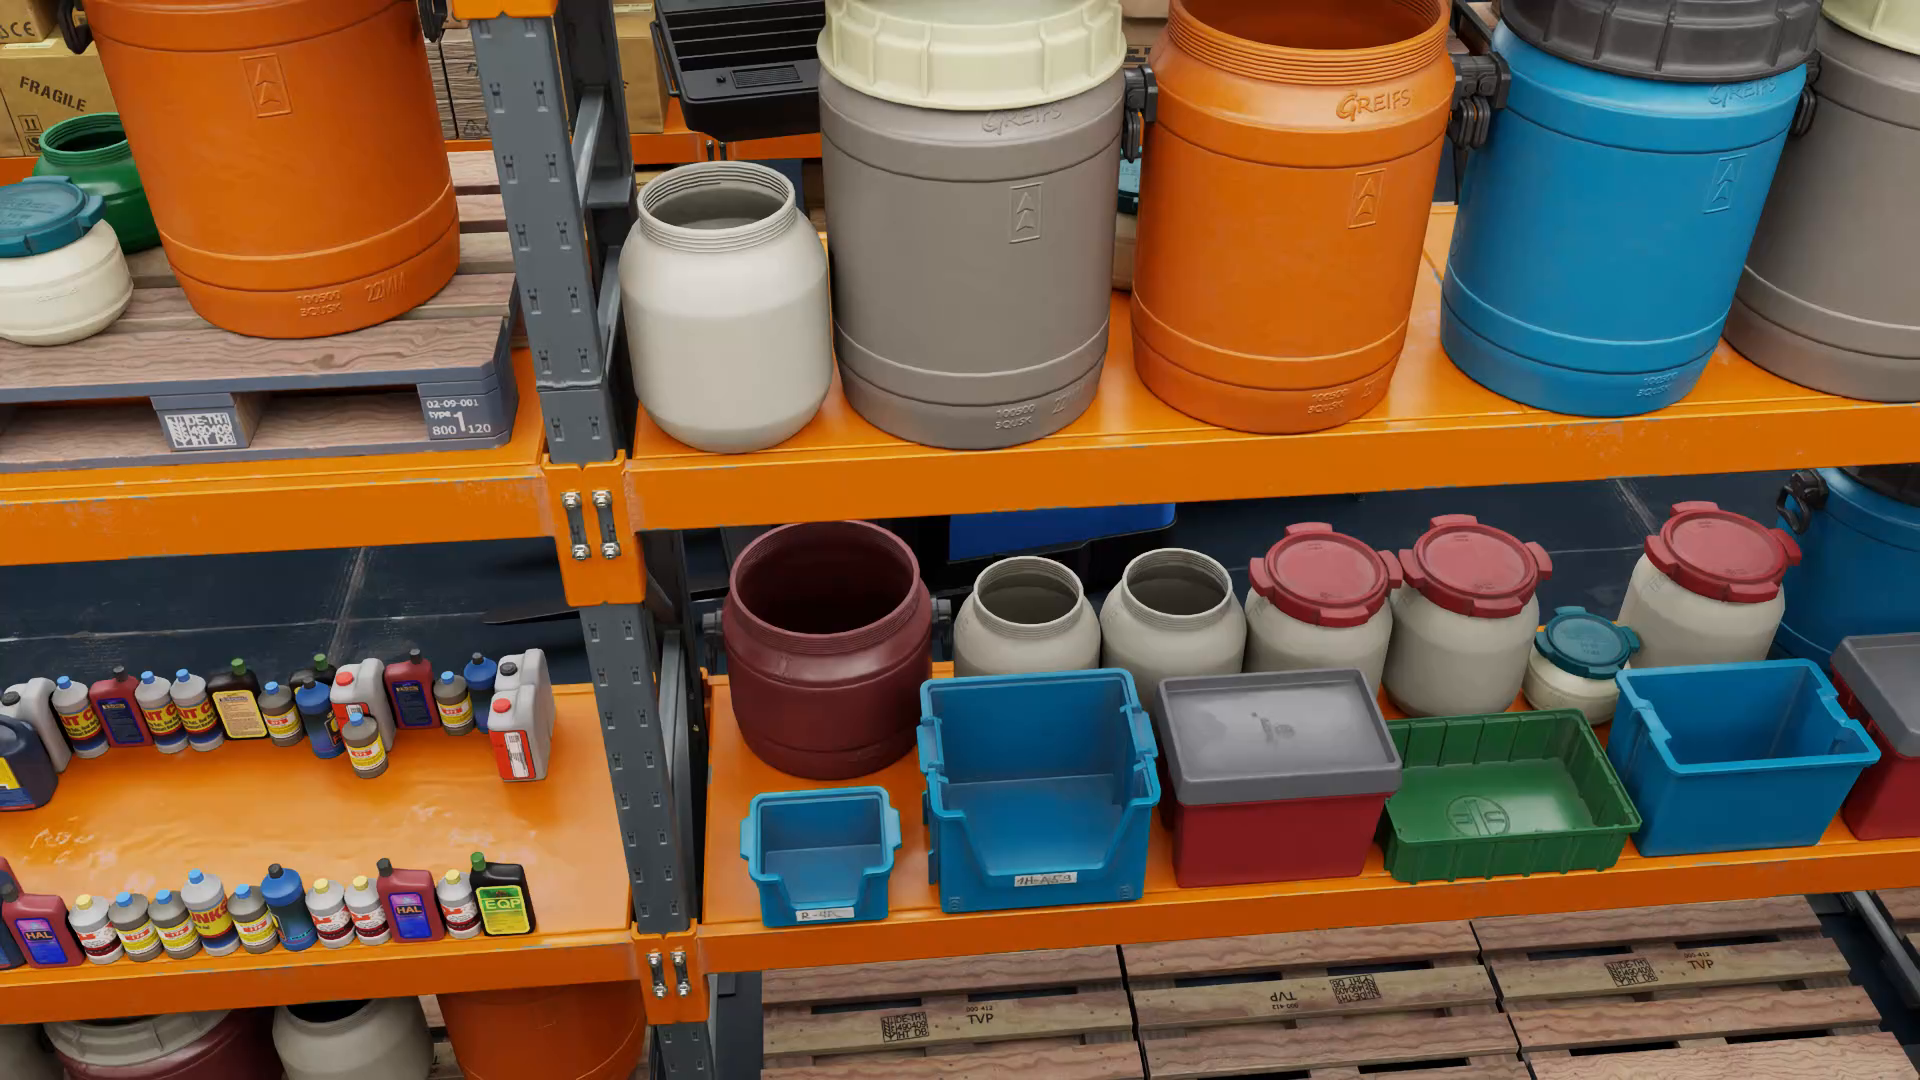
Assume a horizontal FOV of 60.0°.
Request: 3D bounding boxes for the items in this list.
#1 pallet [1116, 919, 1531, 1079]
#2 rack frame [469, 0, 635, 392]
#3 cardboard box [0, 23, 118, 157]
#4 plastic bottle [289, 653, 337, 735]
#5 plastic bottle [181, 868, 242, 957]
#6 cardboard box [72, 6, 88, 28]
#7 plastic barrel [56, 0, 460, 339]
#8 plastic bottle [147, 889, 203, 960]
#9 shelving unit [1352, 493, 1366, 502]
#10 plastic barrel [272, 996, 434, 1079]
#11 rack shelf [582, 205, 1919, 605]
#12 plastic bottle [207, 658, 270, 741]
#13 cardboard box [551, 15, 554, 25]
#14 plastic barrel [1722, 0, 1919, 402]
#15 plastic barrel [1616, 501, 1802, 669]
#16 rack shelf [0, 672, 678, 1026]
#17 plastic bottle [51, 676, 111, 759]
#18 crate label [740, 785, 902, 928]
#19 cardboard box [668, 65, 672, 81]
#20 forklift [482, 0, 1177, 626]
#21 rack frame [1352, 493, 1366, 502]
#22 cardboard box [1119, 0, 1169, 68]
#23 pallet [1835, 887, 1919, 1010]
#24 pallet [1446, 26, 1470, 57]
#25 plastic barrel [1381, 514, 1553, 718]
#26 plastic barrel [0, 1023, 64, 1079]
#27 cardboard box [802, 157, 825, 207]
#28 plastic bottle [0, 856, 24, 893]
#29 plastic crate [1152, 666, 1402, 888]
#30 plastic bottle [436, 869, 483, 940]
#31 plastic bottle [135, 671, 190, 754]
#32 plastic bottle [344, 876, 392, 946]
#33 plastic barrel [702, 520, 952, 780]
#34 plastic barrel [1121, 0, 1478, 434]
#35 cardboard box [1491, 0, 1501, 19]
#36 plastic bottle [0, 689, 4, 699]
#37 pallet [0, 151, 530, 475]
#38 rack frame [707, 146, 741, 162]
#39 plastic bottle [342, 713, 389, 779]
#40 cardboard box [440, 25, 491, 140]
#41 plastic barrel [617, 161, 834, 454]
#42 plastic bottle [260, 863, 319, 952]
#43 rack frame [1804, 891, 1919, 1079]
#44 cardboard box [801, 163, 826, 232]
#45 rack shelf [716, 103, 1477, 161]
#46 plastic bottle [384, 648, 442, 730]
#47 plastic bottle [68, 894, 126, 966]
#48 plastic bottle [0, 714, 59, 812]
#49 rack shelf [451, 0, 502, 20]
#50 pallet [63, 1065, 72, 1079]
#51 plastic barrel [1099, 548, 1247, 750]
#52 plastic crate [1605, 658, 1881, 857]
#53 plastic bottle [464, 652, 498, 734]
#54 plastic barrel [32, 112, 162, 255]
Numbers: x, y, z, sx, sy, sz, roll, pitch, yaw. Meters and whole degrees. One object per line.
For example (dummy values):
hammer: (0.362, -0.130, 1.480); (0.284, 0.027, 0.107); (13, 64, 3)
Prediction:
pallet: (1.173, 1.586, 5.570); (1.213, 0.211, 1.003); (-3, 38, -4)
rack frame: (-0.815, -1.781, 2.742); (0.127, 3.000, 1.000); (-3, 38, -4)
cardboard box: (-4.257, -2.200, 8.036); (0.500, 0.500, 0.500); (-3, 38, -4)
plastic bottle: (-1.873, 0.449, 4.853); (0.133, 0.283, 0.061); (-3, 38, -4)
plastic bottle: (-1.914, 0.940, 4.241); (0.097, 0.271, 0.097); (0, 38, 0)
cardboard box: (-3.917, -2.766, 7.943); (0.637, 0.503, 0.797); (-3, 38, -3)
plastic barrel: (-1.380, -0.907, 3.371); (0.708, 0.830, 0.600); (-3, 38, -4)
plastic bottle: (-2.011, 0.972, 4.256); (0.097, 0.201, 0.097); (0, 38, 0)
shelving unit: (1.373, -0.847, 7.613); (1.048, 1.500, 0.538); (-9, 39, -11)
plastic barrel: (-1.855, 1.510, 5.084); (0.421, 0.512, 0.421); (0, 38, 0)
rack shelf: (1.178, -0.430, 4.033); (4.000, 0.370, 1.077); (-3, 38, -4)
plastic bottle: (-2.102, 0.462, 4.837); (0.133, 0.283, 0.061); (-3, 38, -4)
cardboard box: (-1.983, -2.884, 8.093); (0.637, 0.503, 0.797); (-2, 38, -2)
plastic barrel: (2.031, -0.822, 3.543); (0.600, 0.901, 0.600); (0, 38, 0)
plastic barrel: (2.197, 0.219, 4.941); (0.433, 0.535, 0.433); (0, 38, 0)
rack shelf: (-2.807, 0.967, 4.684); (4.000, 0.370, 1.077); (-3, 38, -4)
plastic bottle: (-2.543, 0.502, 4.796); (0.097, 0.271, 0.097); (0, 38, 0)
crate label: (-0.362, 0.848, 4.388); (0.416, 0.233, 0.303); (-3, 38, -4)
cardboard box: (-1.762, -2.662, 8.621); (0.500, 0.500, 0.500); (-2, 38, -3)
forklift: (-0.609, -1.056, 6.722); (3.031, 2.935, 1.130); (-9, 39, -11)
rack frame: (1.867, -0.923, 7.710); (0.032, 1.500, 0.500); (-9, 39, -11)
cardboard box: (1.012, -2.754, 8.397); (0.637, 0.503, 0.797); (1, 38, 1)
pallet: (3.842, 1.439, 5.756); (1.213, 0.211, 1.003); (-3, 38, -4)
pallet: (1.957, -2.673, 8.871); (1.213, 0.211, 1.003); (-3, 38, -4)
plastic barrel: (1.467, 0.259, 4.890); (0.433, 0.535, 0.433); (0, 38, 0)
plastic barrel: (-2.980, 1.572, 5.006); (0.421, 0.512, 0.421); (0, 38, 0)
cardboard box: (-0.589, -2.022, 8.949); (0.500, 0.250, 0.500); (-2, 38, -2)
plastic bottle: (-2.515, 0.890, 4.295); (0.133, 0.283, 0.061); (-3, 38, -4)
plastic crate: (0.822, 0.650, 4.453); (0.583, 0.464, 0.402); (-3, 38, -4)
plastic bottle: (-1.296, 0.933, 4.306); (0.097, 0.201, 0.097); (0, 38, 0)
plastic bottle: (-2.313, 0.490, 4.812); (0.097, 0.271, 0.097); (0, 38, 0)
plastic bottle: (-1.526, 0.946, 4.290); (0.097, 0.201, 0.097); (0, 38, 0)
plastic barrel: (-0.379, 0.309, 4.827); (0.708, 0.536, 0.600); (-3, 38, -4)
plastic barrel: (0.674, -0.719, 3.471); (0.708, 0.830, 0.600); (-3, 38, -4)
cardboard box: (3.185, -2.843, 8.611); (0.500, 0.500, 0.875); (-3, 38, -4)
plastic bottle: (-2.815, 0.501, 4.734); (0.185, 0.351, 0.144); (-3, 38, -4)
pallet: (-1.585, -0.547, 3.753); (1.213, 0.211, 1.003); (-3, 38, -4)
rack frame: (-1.253, -2.481, 8.473); (0.127, 3.000, 1.000); (-3, 38, -4)
plastic bottle: (-1.706, 0.578, 4.756); (0.097, 0.201, 0.097); (0, 38, 0)
cardboard box: (-2.220, -2.317, 8.184); (0.500, 0.500, 0.500); (-3, 38, -4)
plastic barrel: (-0.478, -0.475, 3.418); (0.421, 0.512, 0.421); (0, 38, 0)
plastic bottle: (-1.720, 0.929, 4.255); (0.097, 0.271, 0.097); (0, 38, 0)
rack frame: (3.170, 0.355, 4.878); (0.127, 3.000, 1.000); (-3, 38, -4)
cardboard box: (-0.588, -1.722, 9.174); (0.500, 0.500, 0.700); (-5, 39, -6)
rack shelf: (0.739, -2.309, 8.835); (4.000, 0.370, 1.077); (-3, 38, -4)
plastic bottle: (-1.606, 0.435, 4.872); (0.133, 0.283, 0.061); (-3, 38, -4)
plastic bottle: (-2.205, 0.983, 4.243); (0.097, 0.201, 0.097); (0, 38, 0)
plastic bottle: (-2.668, 0.587, 4.624); (0.185, 0.351, 0.144); (-3, 38, -4)
rack shelf: (-2.807, -1.231, 2.950); (4.000, 0.370, 1.077); (-3, 38, -4)
pallet: (-2.809, 1.803, 5.294); (1.213, 0.211, 1.003); (-3, 38, -4)
plastic barrel: (0.611, 0.319, 4.833); (0.421, 0.512, 0.421); (0, 38, 0)
plastic crate: (2.098, 0.614, 4.563); (0.575, 0.384, 0.392); (-3, 38, -4)
plastic bottle: (-1.392, 0.439, 4.876); (0.097, 0.271, 0.097); (0, 38, 0)
plastic barrel: (-1.890, -0.791, 3.695); (0.294, 0.245, 0.294); (0, 38, 0)
